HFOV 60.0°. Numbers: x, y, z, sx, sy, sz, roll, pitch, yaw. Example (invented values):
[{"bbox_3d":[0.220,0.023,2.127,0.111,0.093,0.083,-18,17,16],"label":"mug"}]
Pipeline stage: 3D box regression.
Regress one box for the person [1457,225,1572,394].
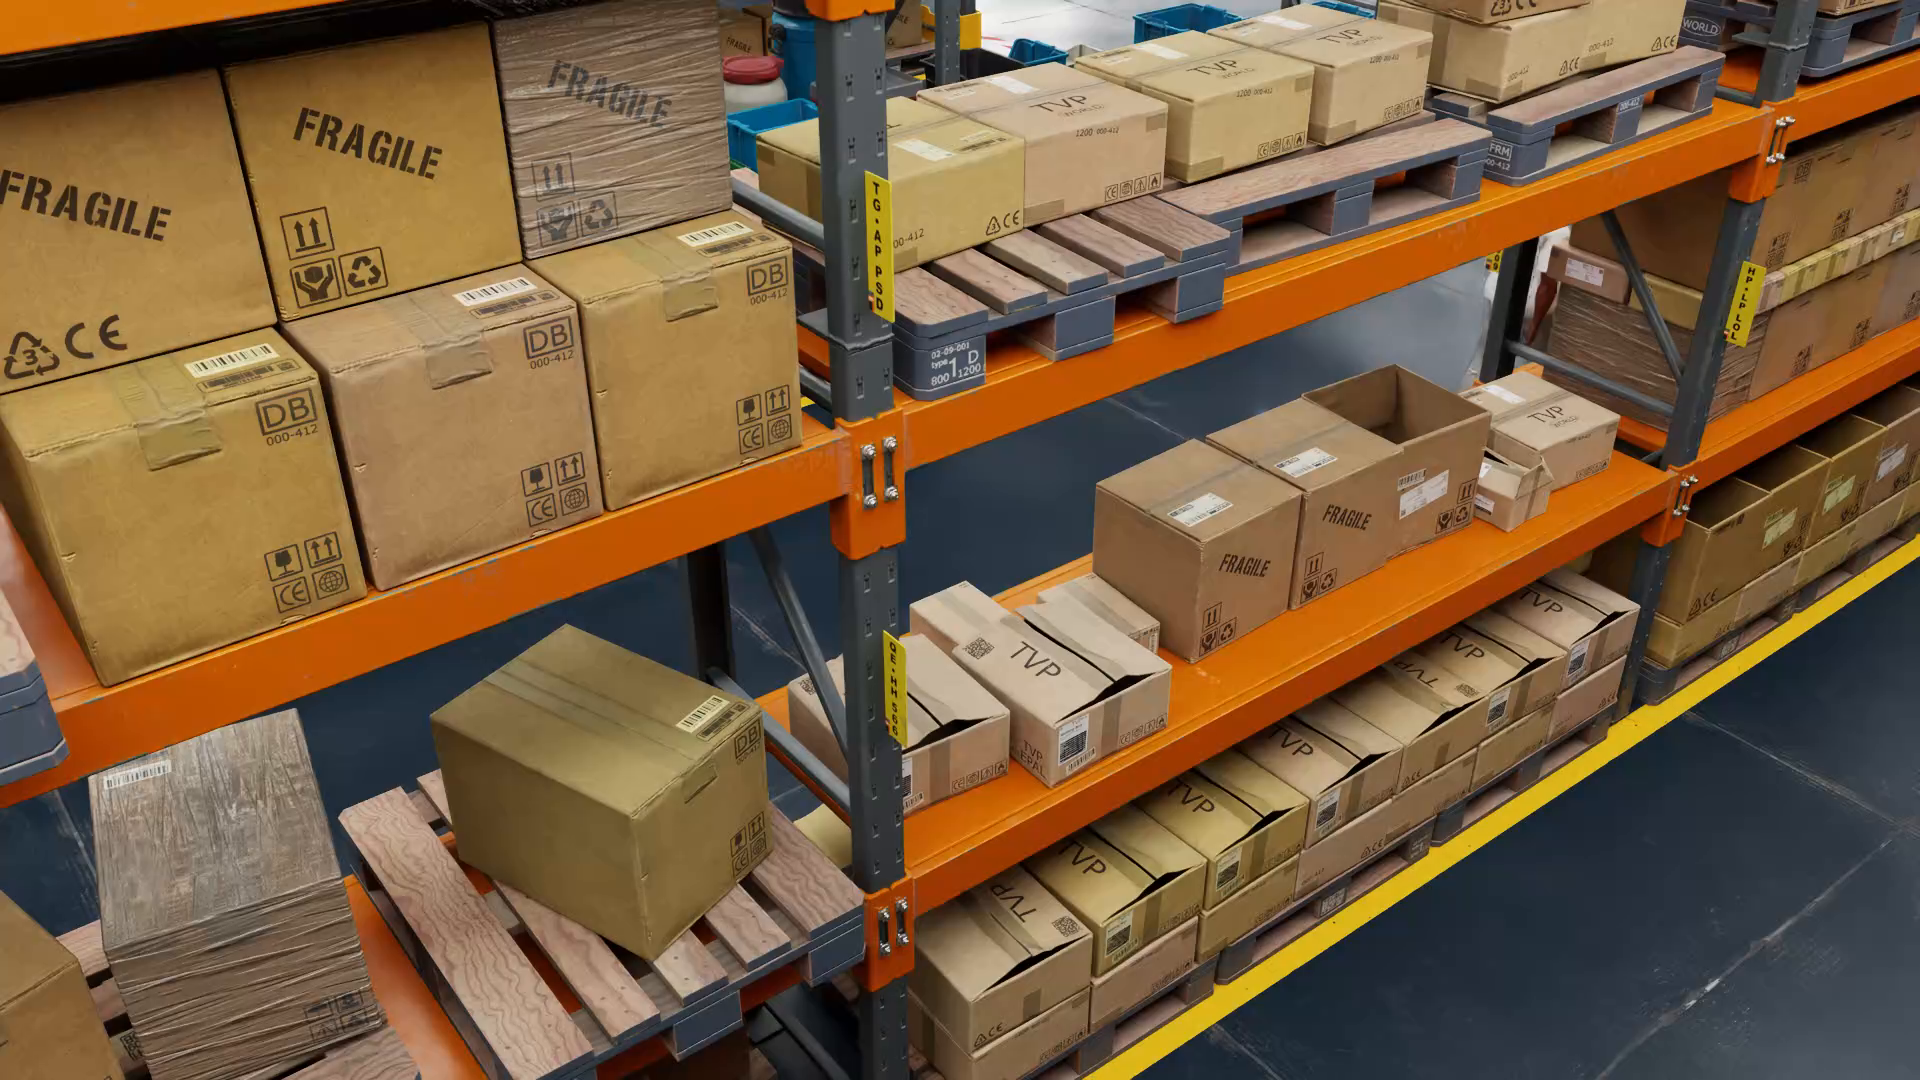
[{"bbox_3d":[3.214,-1.374,9.280,1.004,1.709,0.566,-20,37,-29],"label":"person"}]
